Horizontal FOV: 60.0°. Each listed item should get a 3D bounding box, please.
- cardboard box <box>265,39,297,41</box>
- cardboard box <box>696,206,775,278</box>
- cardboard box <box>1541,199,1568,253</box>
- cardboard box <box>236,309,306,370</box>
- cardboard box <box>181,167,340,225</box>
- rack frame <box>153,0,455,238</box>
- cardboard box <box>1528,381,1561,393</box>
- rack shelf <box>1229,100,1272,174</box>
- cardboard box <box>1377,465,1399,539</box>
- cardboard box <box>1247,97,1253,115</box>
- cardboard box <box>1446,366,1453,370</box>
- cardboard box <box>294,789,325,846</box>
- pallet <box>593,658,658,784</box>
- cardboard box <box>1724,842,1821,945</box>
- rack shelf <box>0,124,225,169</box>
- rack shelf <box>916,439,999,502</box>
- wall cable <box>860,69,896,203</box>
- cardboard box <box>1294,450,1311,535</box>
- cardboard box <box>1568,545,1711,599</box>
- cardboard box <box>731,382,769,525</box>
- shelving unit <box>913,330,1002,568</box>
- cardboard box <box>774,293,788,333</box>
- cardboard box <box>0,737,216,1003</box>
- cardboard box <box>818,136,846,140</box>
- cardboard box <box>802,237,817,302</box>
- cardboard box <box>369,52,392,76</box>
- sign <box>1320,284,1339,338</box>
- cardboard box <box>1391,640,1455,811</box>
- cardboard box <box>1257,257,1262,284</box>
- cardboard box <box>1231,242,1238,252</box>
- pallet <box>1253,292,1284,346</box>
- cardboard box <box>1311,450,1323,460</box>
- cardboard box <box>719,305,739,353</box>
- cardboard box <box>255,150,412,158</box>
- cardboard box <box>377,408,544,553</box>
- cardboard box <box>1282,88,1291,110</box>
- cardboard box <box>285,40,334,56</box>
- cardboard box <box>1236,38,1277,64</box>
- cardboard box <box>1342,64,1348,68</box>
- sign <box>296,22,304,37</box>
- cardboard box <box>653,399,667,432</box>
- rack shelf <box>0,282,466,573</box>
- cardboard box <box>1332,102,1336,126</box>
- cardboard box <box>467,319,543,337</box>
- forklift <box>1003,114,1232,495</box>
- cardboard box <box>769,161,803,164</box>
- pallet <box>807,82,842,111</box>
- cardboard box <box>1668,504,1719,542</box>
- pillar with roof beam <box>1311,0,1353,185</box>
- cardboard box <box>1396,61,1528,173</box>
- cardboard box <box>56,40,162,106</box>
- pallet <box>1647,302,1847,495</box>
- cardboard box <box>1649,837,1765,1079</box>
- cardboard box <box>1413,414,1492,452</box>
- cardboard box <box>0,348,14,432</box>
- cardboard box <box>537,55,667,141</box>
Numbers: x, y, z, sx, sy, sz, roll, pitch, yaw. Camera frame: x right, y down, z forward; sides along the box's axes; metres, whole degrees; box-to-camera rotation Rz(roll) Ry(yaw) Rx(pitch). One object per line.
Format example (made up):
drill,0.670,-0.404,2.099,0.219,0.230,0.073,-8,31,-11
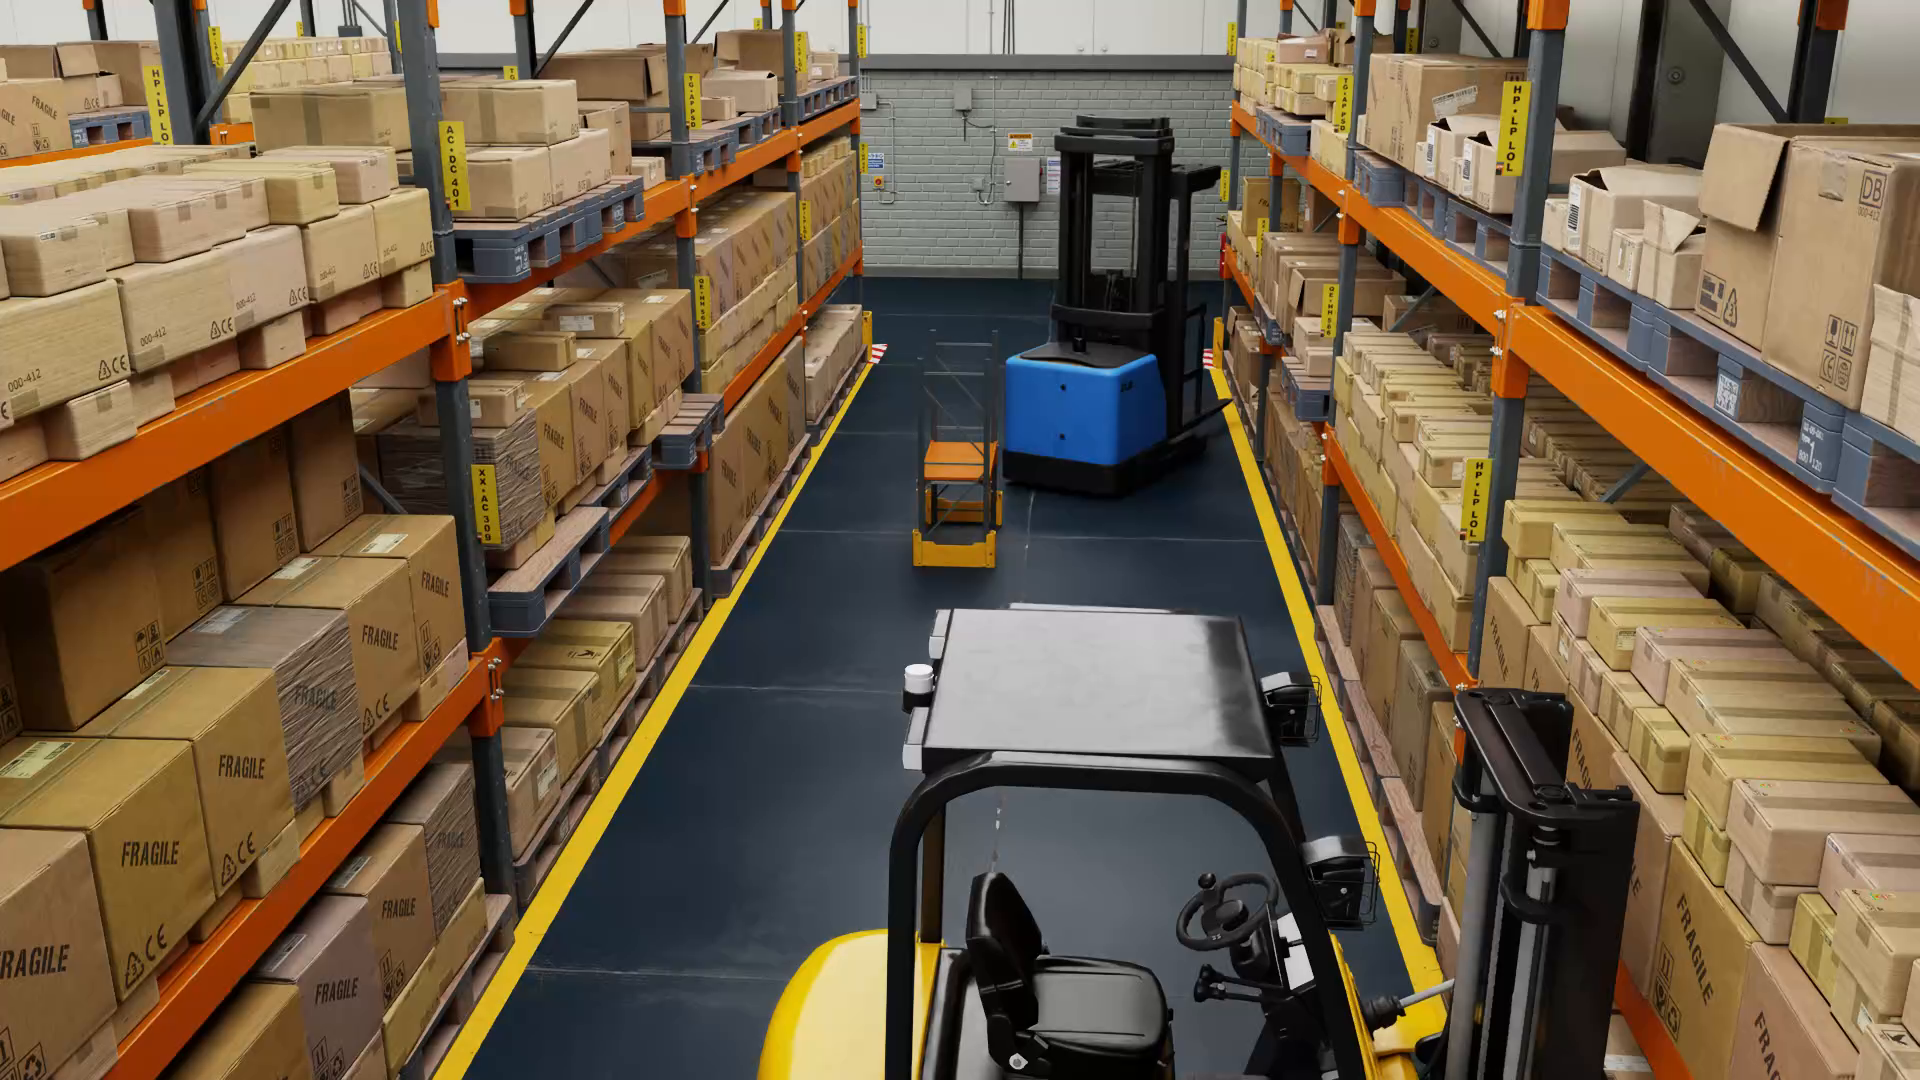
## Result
cardboard box,-6.835,-4.913,16.579,0.380,0.149,0.250,2,18,5
cardboard box,-1.734,-2.285,12.814,0.500,0.500,0.500,2,18,6
cardboard box,2.176,-1.051,5.565,0.380,0.149,0.250,2,18,5
cardboard box,-2.247,-0.622,5.091,0.380,0.149,0.250,2,18,5
cardboard box,-2.183,-1.077,5.199,0.380,0.149,0.250,2,18,6
rack frame,-2.440,-2.591,5.879,1.000,3.000,0.127,1,18,4
cardboard box,3.010,-0.724,8.612,0.380,0.149,0.250,1,18,3
rack shelf,3.228,-3.820,15.602,1.077,0.370,4.000,1,18,4
cardboard box,2.412,-0.192,8.433,0.500,0.250,0.500,2,18,6
cardboard box,2.910,-4.096,15.692,0.380,0.149,0.250,1,18,4
cardboard box,3.043,-0.894,9.771,0.500,0.250,0.500,2,18,5
cardboard box,-2.277,0.880,5.323,0.380,0.149,0.250,1,18,3
pallet,-2.301,0.963,9.145,1.003,0.211,1.213,1,18,4
cardboard box,2.039,0.822,3.895,0.380,0.149,0.250,1,18,2
rack shelf,-6.955,-2.767,12.387,1.077,0.370,4.000,1,18,4
rack shelf,-0.006,-0.515,12.165,0.538,0.185,1.000,1,18,4
wall cable,-1.199,-5.717,23.371,0.585,1.953,0.123,1,18,4
cardboard box,2.695,-0.339,11.979,0.500,0.500,0.500,2,18,6
cardboard box,2.254,0.127,5.538,0.380,0.149,0.250,1,18,3
cardboard box,-1.953,-0.662,12.364,0.875,0.875,0.875,2,18,5
shelving unit,-0.005,-0.689,12.117,0.587,1.500,1.083,1,18,4
cardboard box,-1.685,-1.851,13.494,0.500,0.250,0.500,1,18,3
cardboard box,-2.347,0.853,4.364,0.500,0.500,0.500,1,18,3
cardboard box,-1.406,-4.182,17.561,0.380,0.149,0.250,2,18,5
cardboard box,-1.572,-2.412,14.807,0.500,0.500,0.500,2,18,6
cardboard box,-6.304,-4.989,17.453,0.500,0.250,0.500,1,18,2
sign,2.256,-1.395,10.130,0.100,0.325,0.005,1,18,4
cardboard box,2.600,0.895,8.013,0.875,0.625,0.625,1,18,3
cardboard box,2.878,-2.349,14.538,0.500,0.250,0.500,2,18,5
cardboard box,3.074,-3.142,17.599,0.380,0.149,0.250,1,18,3
pallet,2.918,-1.778,13.341,1.003,0.211,1.213,1,18,4
cardboard box,2.632,-0.518,11.486,0.380,0.149,0.250,1,18,2
cardboard box,-1.833,-1.461,11.504,0.500,0.250,0.500,2,18,5
cardboard box,-2.543,-1.479,6.868,0.500,0.250,0.500,1,18,3
cardboard box,-2.121,-0.268,7.111,0.500,0.500,0.500,2,18,5
cardboard box,2.595,-3.267,12.328,0.380,0.149,0.250,1,18,3
cardboard box,-6.379,-4.821,16.298,0.380,0.149,0.250,2,18,5
cardboard box,3.089,-4.959,16.881,0.500,0.250,0.500,1,18,3
cardboard box,3.183,-3.634,12.969,0.380,0.149,0.250,1,18,4
sign,-7.066,-5.399,17.863,0.100,0.325,0.005,1,18,4
cardboard box,-1.889,-0.714,9.513,0.380,0.149,0.250,0,18,1
rack shelf,-2.584,-0.203,4.563,1.077,0.370,4.000,1,18,4
cardboard box,2.640,-2.771,10.847,0.380,0.149,0.250,1,18,4
cardboard box,-2.478,-0.909,9.068,0.500,0.500,0.500,2,18,5
forklift,1.533,-2.164,14.321,1.130,2.935,3.031,10,21,29
cardboard box,-1.607,-3.308,14.895,0.380,0.149,0.250,1,18,3
pallet,-1.708,-4.240,15.871,1.003,0.211,1.213,1,18,4
cardboard box,2.789,-0.022,5.993,0.380,0.149,0.250,1,18,4
pillar with roof beam,0.169,-7.122,19.706,9.100,9.000,0.400,1,18,4
cardboard box,2.430,-2.057,8.072,0.500,0.500,0.500,2,18,5
cardboard box,-6.948,-3.861,13.738,0.700,0.500,0.500,1,18,4
pallet,2.385,-0.371,4.062,1.003,0.211,1.213,1,18,4
cardboard box,2.080,1.085,4.133,0.500,0.500,0.500,1,18,3
cardboard box,2.376,-0.495,7.914,0.380,0.149,0.250,1,18,4
cardboard box,-2.380,-0.300,3.467,0.500,0.250,0.500,1,18,3
cardboard box,-2.277,-2.777,10.424,0.797,0.503,0.637,0,18,1
